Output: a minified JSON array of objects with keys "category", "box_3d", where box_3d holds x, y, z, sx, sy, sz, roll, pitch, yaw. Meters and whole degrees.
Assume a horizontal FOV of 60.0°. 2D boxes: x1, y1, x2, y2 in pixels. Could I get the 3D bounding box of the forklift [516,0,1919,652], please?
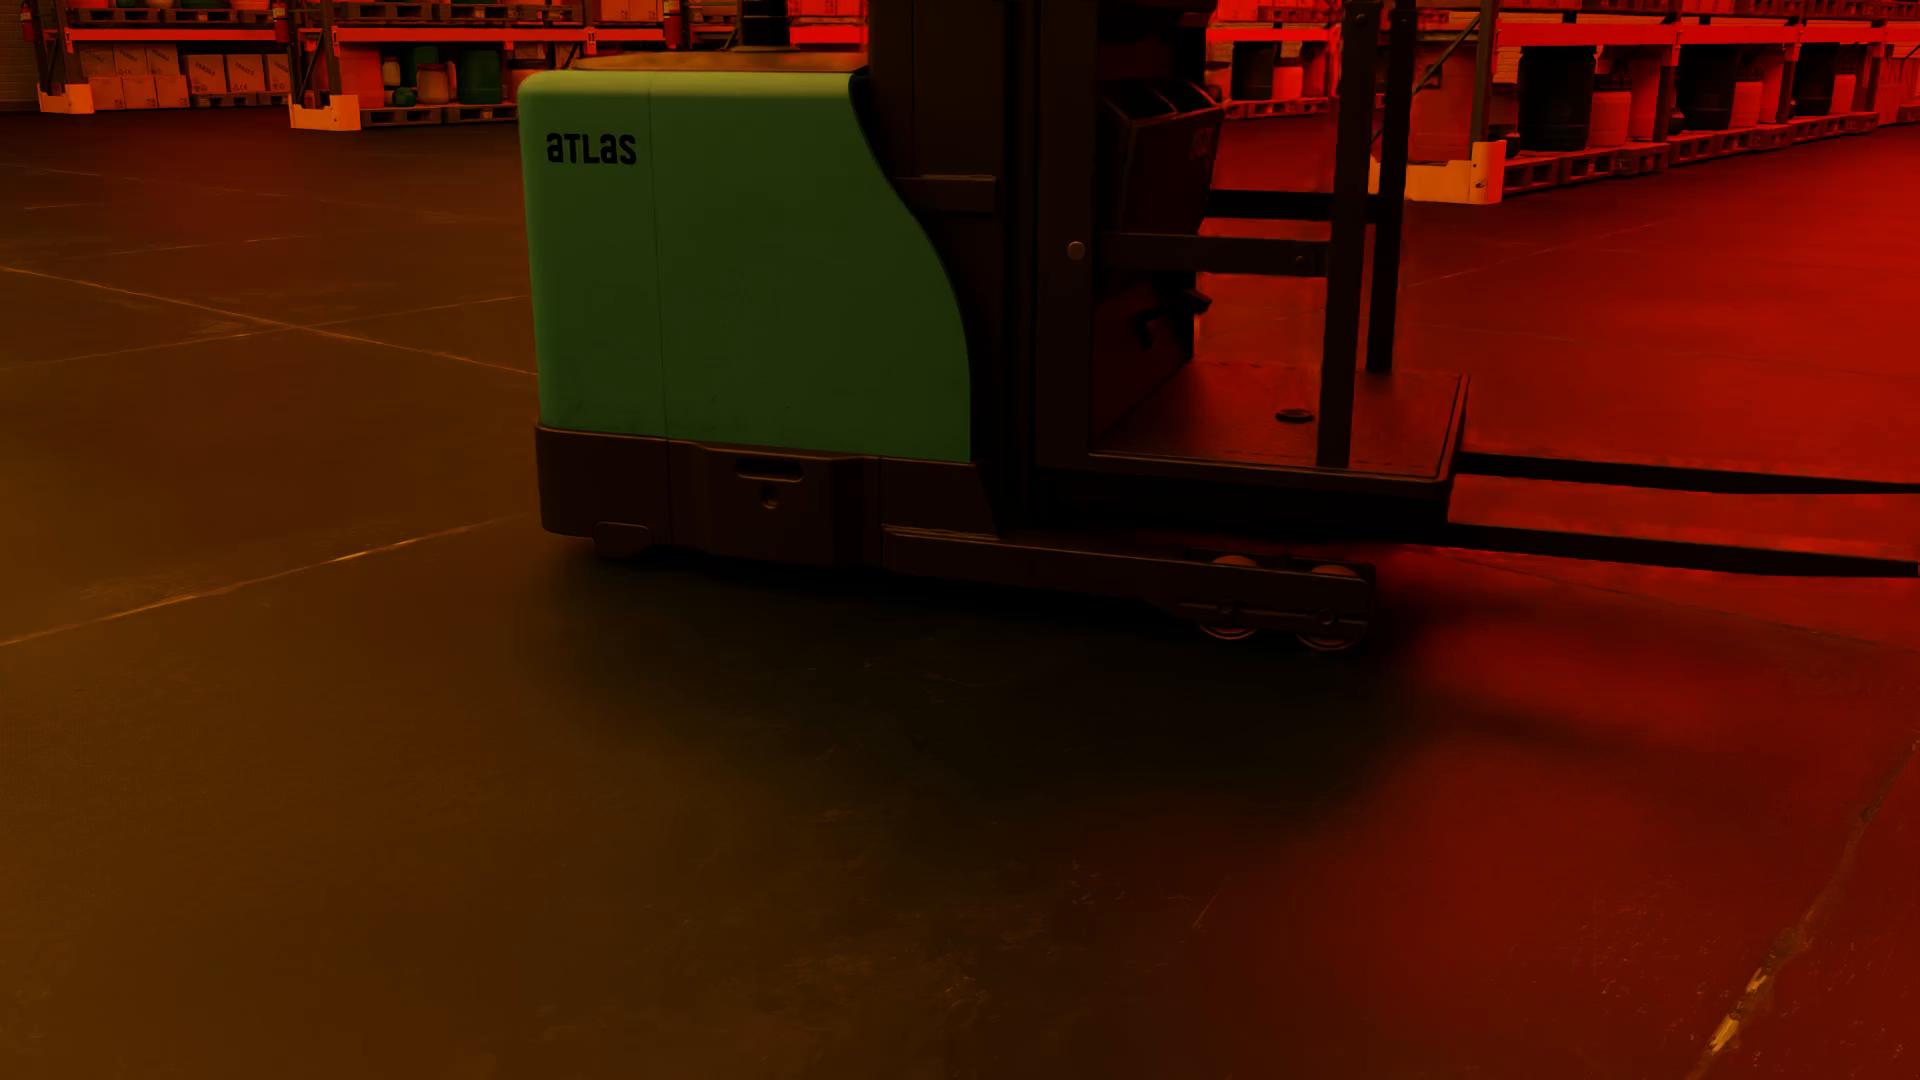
[{"category":"forklift","box_3d":[0.614,-1.359,3.373,3.031,2.935,1.130,6,18,18]}]
